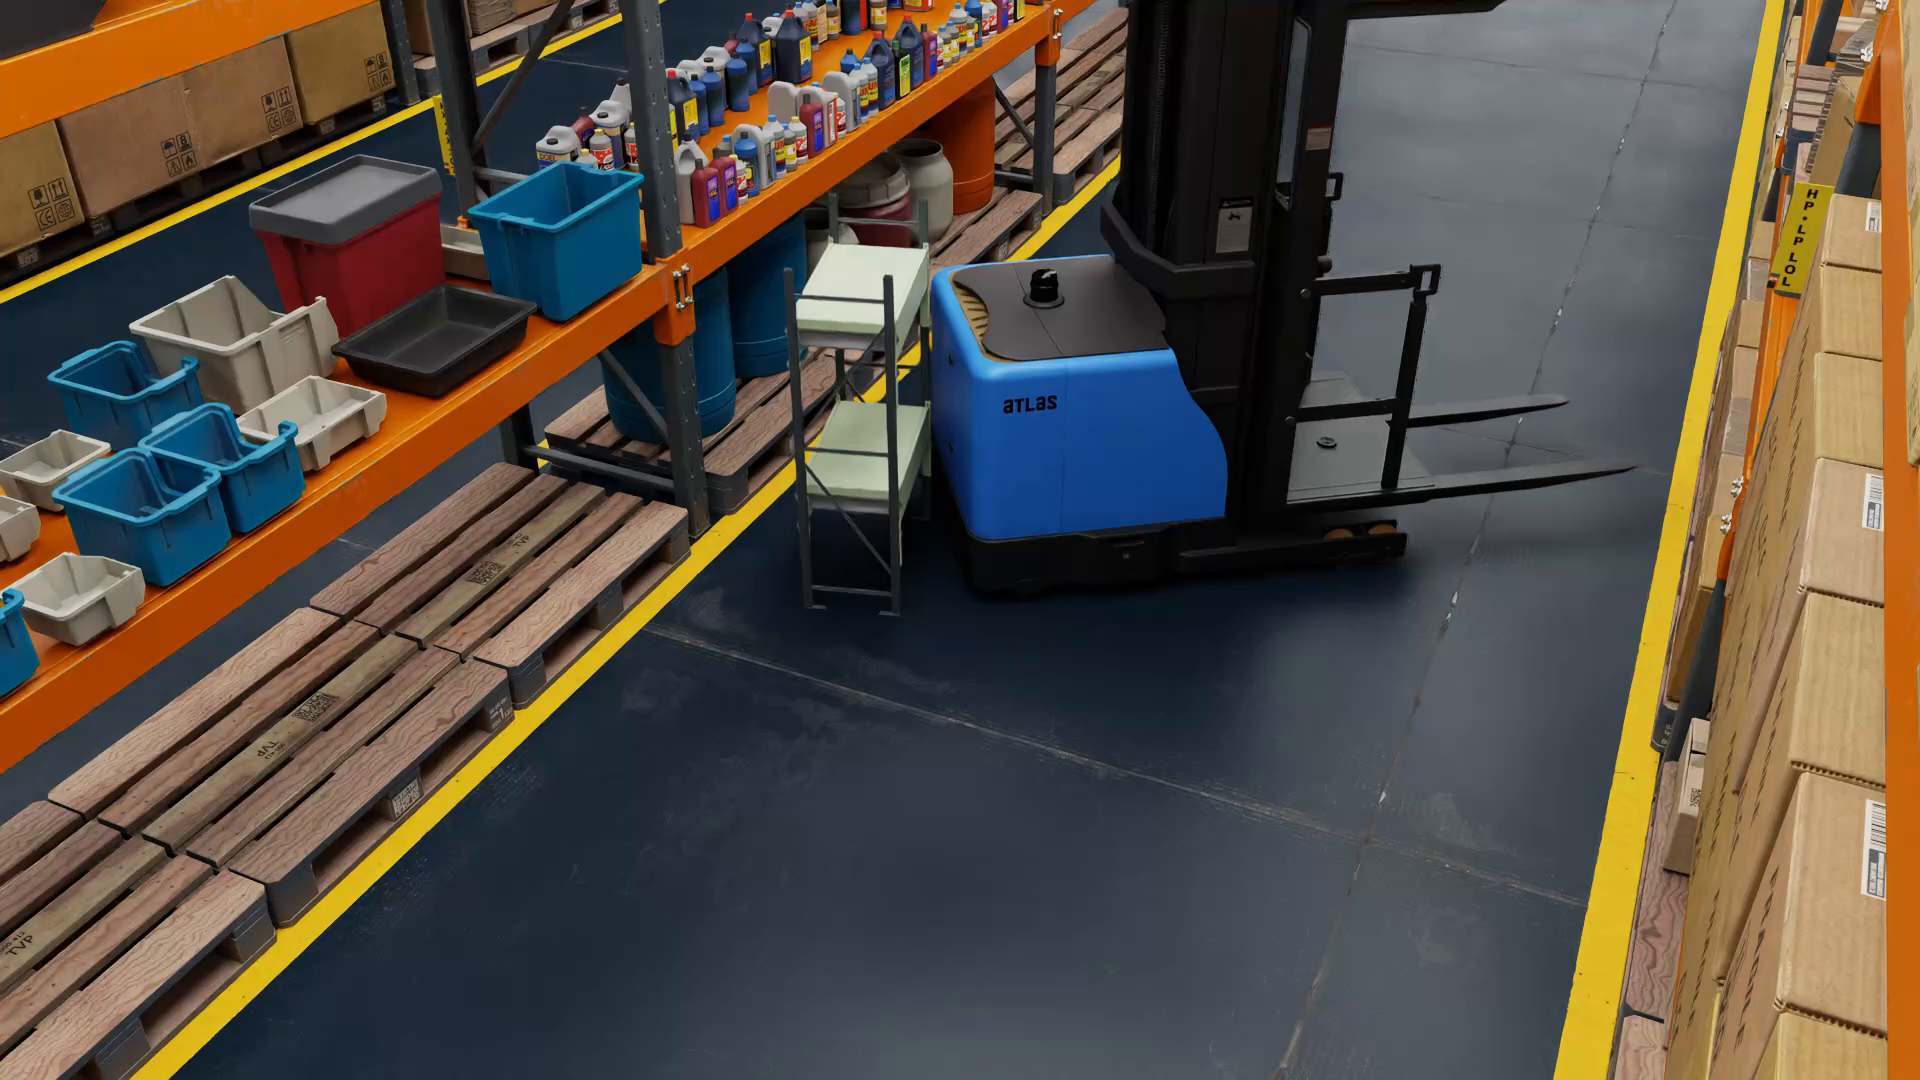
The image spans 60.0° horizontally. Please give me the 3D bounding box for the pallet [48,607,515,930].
[{"bbox_3d":[-2.360,0.756,5.904,1.003,0.211,1.213,14,36,20],"label":"pallet"}]

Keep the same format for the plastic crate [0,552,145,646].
[{"bbox_3d":[-2.356,0.157,4.461,0.250,0.136,0.298,14,36,20],"label":"plastic crate"}]

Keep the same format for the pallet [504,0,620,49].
[{"bbox_3d":[-3.563,-4.351,13.693,1.003,0.211,1.213,14,36,20],"label":"pallet"}]

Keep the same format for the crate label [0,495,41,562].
[{"bbox_3d":[-2.846,-0.050,4.777,0.396,0.136,0.243,14,36,20],"label":"crate label"}]

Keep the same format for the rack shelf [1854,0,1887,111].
[{"bbox_3d":[3.756,-2.206,5.799,1.077,0.370,4.000,14,36,20],"label":"rack shelf"}]

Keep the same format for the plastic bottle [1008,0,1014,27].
[{"bbox_3d":[0.249,-2.951,9.196,0.097,0.201,0.097,0,33,0],"label":"plastic bottle"}]

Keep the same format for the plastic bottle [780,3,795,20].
[{"bbox_3d":[-0.904,-2.632,8.634,0.061,0.283,0.133,14,36,20],"label":"plastic bottle"}]

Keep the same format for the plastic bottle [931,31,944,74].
[{"bbox_3d":[-0.133,-2.497,8.503,0.097,0.201,0.097,0,33,0],"label":"plastic bottle"}]

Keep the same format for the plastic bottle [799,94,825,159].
[{"bbox_3d":[-0.666,-1.873,7.477,0.061,0.283,0.133,14,36,20],"label":"plastic bottle"}]

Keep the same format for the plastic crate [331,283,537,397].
[{"bbox_3d":[-1.802,-0.686,5.756,0.437,0.125,0.590,14,36,20],"label":"plastic crate"}]

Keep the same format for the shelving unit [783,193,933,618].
[{"bbox_3d":[-0.382,-0.533,6.694,0.431,1.500,0.755,5,34,7],"label":"shelving unit"}]

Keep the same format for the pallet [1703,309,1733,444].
[{"bbox_3d":[4.246,-0.719,8.154,1.003,0.211,1.213,14,36,20],"label":"pallet"}]

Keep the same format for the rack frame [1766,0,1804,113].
[{"bbox_3d":[6.266,-4.241,10.982,1.000,3.000,0.127,14,36,20],"label":"rack frame"}]

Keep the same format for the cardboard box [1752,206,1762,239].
[{"bbox_3d":[4.592,-1.592,9.067,0.500,0.250,0.500,15,36,22],"label":"cardboard box"}]

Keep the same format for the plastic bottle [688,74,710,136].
[{"bbox_3d":[-1.222,-2.025,7.720,0.097,0.271,0.097,0,33,0],"label":"plastic bottle"}]

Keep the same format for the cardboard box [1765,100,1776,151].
[{"bbox_3d":[5.443,-2.610,10.619,0.500,0.250,0.500,13,35,19],"label":"cardboard box"}]

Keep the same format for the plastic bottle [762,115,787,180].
[{"bbox_3d":[-0.812,-1.718,7.251,0.097,0.271,0.097,0,33,0],"label":"plastic bottle"}]

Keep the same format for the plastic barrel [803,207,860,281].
[{"bbox_3d":[-0.721,-1.410,8.551,0.421,0.512,0.421,0,33,0],"label":"plastic barrel"}]

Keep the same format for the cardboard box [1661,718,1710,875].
[{"bbox_3d":[2.547,0.844,5.279,0.500,0.311,0.500,14,36,20],"label":"cardboard box"}]

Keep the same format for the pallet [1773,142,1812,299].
[{"bbox_3d":[3.783,-1.199,6.518,1.003,0.211,1.213,14,36,20],"label":"pallet"}]

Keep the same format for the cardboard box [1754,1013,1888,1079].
[{"bbox_3d":[1.182,0.991,2.000,0.500,0.500,0.500,14,36,20],"label":"cardboard box"}]

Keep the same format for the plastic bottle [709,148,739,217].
[{"bbox_3d":[-0.981,-1.497,6.904,0.061,0.283,0.133,14,36,20],"label":"plastic bottle"}]

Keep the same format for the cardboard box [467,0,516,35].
[{"bbox_3d":[-3.921,-4.279,12.919,0.700,0.500,0.500,11,35,17],"label":"cardboard box"}]

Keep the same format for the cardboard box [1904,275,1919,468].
[{"bbox_3d":[1.638,-0.271,2.329,0.500,0.250,0.500,14,36,20],"label":"cardboard box"}]

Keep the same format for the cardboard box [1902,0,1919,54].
[{"bbox_3d":[2.491,-1.263,3.841,0.500,0.250,0.500,14,36,20],"label":"cardboard box"}]

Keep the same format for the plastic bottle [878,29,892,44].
[{"bbox_3d":[-0.373,-2.410,8.297,0.061,0.283,0.133,14,36,20],"label":"plastic bottle"}]

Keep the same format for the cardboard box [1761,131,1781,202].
[{"bbox_3d":[4.800,-2.086,9.310,0.500,0.311,0.500,14,36,20],"label":"cardboard box"}]

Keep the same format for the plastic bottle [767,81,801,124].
[{"bbox_3d":[-0.789,-1.982,7.650,0.152,0.276,0.135,14,36,20],"label":"plastic bottle"}]

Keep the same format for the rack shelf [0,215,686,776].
[{"bbox_3d":[-2.415,-0.098,5.319,1.077,0.370,4.000,14,36,20],"label":"rack shelf"}]

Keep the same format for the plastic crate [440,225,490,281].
[{"bbox_3d":[-1.903,-1.110,6.394,0.396,0.136,0.243,14,36,20],"label":"plastic crate"}]

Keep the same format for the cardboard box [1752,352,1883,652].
[{"bbox_3d":[2.036,-0.033,3.562,0.500,0.500,0.500,13,35,19],"label":"cardboard box"}]

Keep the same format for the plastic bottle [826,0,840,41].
[{"bbox_3d":[-0.702,-2.814,8.987,0.097,0.201,0.097,0,33,0],"label":"plastic bottle"}]

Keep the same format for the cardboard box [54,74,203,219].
[{"bbox_3d":[-5.454,-2.586,10.014,1.225,0.875,0.875,13,35,19],"label":"cardboard box"}]

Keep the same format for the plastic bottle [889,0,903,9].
[{"bbox_3d":[-0.379,-3.194,9.498,0.152,0.276,0.135,14,36,20],"label":"plastic bottle"}]

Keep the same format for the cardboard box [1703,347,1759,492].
[{"bbox_3d":[3.501,-0.454,7.086,0.500,0.500,0.500,13,35,19],"label":"cardboard box"}]

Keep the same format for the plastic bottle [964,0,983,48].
[{"bbox_3d":[0.071,-2.768,8.854,0.097,0.271,0.097,0,33,0],"label":"plastic bottle"}]

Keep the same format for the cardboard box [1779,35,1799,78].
[{"bbox_3d":[5.653,-3.104,10.862,0.500,0.311,0.500,14,36,20],"label":"cardboard box"}]

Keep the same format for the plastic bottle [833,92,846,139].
[{"bbox_3d":[-0.578,-1.967,7.696,0.097,0.201,0.097,0,33,0],"label":"plastic bottle"}]

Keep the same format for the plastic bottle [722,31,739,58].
[{"bbox_3d":[-1.134,-2.358,8.216,0.061,0.283,0.133,14,36,20],"label":"plastic bottle"}]

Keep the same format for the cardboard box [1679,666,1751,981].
[{"bbox_3d":[1.825,0.651,3.430,0.500,0.500,0.500,14,36,20],"label":"cardboard box"}]

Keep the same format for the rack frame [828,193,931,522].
[{"bbox_3d":[-0.326,-0.731,6.997,0.400,1.500,0.023,5,34,7],"label":"rack frame"}]

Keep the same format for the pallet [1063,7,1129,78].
[{"bbox_3d":[1.476,-3.813,12.872,1.003,0.211,1.213,14,36,20],"label":"pallet"}]

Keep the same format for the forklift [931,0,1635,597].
[{"bbox_3d":[1.434,-1.384,6.688,3.031,2.935,1.130,-6,34,-9],"label":"forklift"}]

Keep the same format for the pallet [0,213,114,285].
[{"bbox_3d":[-5.822,-1.766,9.751,1.003,0.211,1.213,14,36,20],"label":"pallet"}]

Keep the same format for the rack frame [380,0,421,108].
[{"bbox_3d":[-4.403,-4.523,11.412,1.000,3.000,0.127,14,36,20],"label":"rack frame"}]

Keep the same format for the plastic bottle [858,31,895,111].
[{"bbox_3d":[-0.402,-2.269,8.020,0.144,0.351,0.185,14,36,20],"label":"plastic bottle"}]

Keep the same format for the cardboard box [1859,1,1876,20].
[{"bbox_3d":[5.075,-2.792,9.001,0.380,0.149,0.250,17,37,24],"label":"cardboard box"}]

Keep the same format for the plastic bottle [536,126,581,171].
[{"bbox_3d":[-1.707,-1.613,7.088,0.152,0.276,0.135,14,36,20],"label":"plastic bottle"}]

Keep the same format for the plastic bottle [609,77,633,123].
[{"bbox_3d":[-1.491,-1.907,7.467,0.144,0.351,0.185,14,36,20],"label":"plastic bottle"}]

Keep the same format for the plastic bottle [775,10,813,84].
[{"bbox_3d":[-0.835,-2.488,8.353,0.144,0.351,0.185,14,36,20],"label":"plastic bottle"}]
